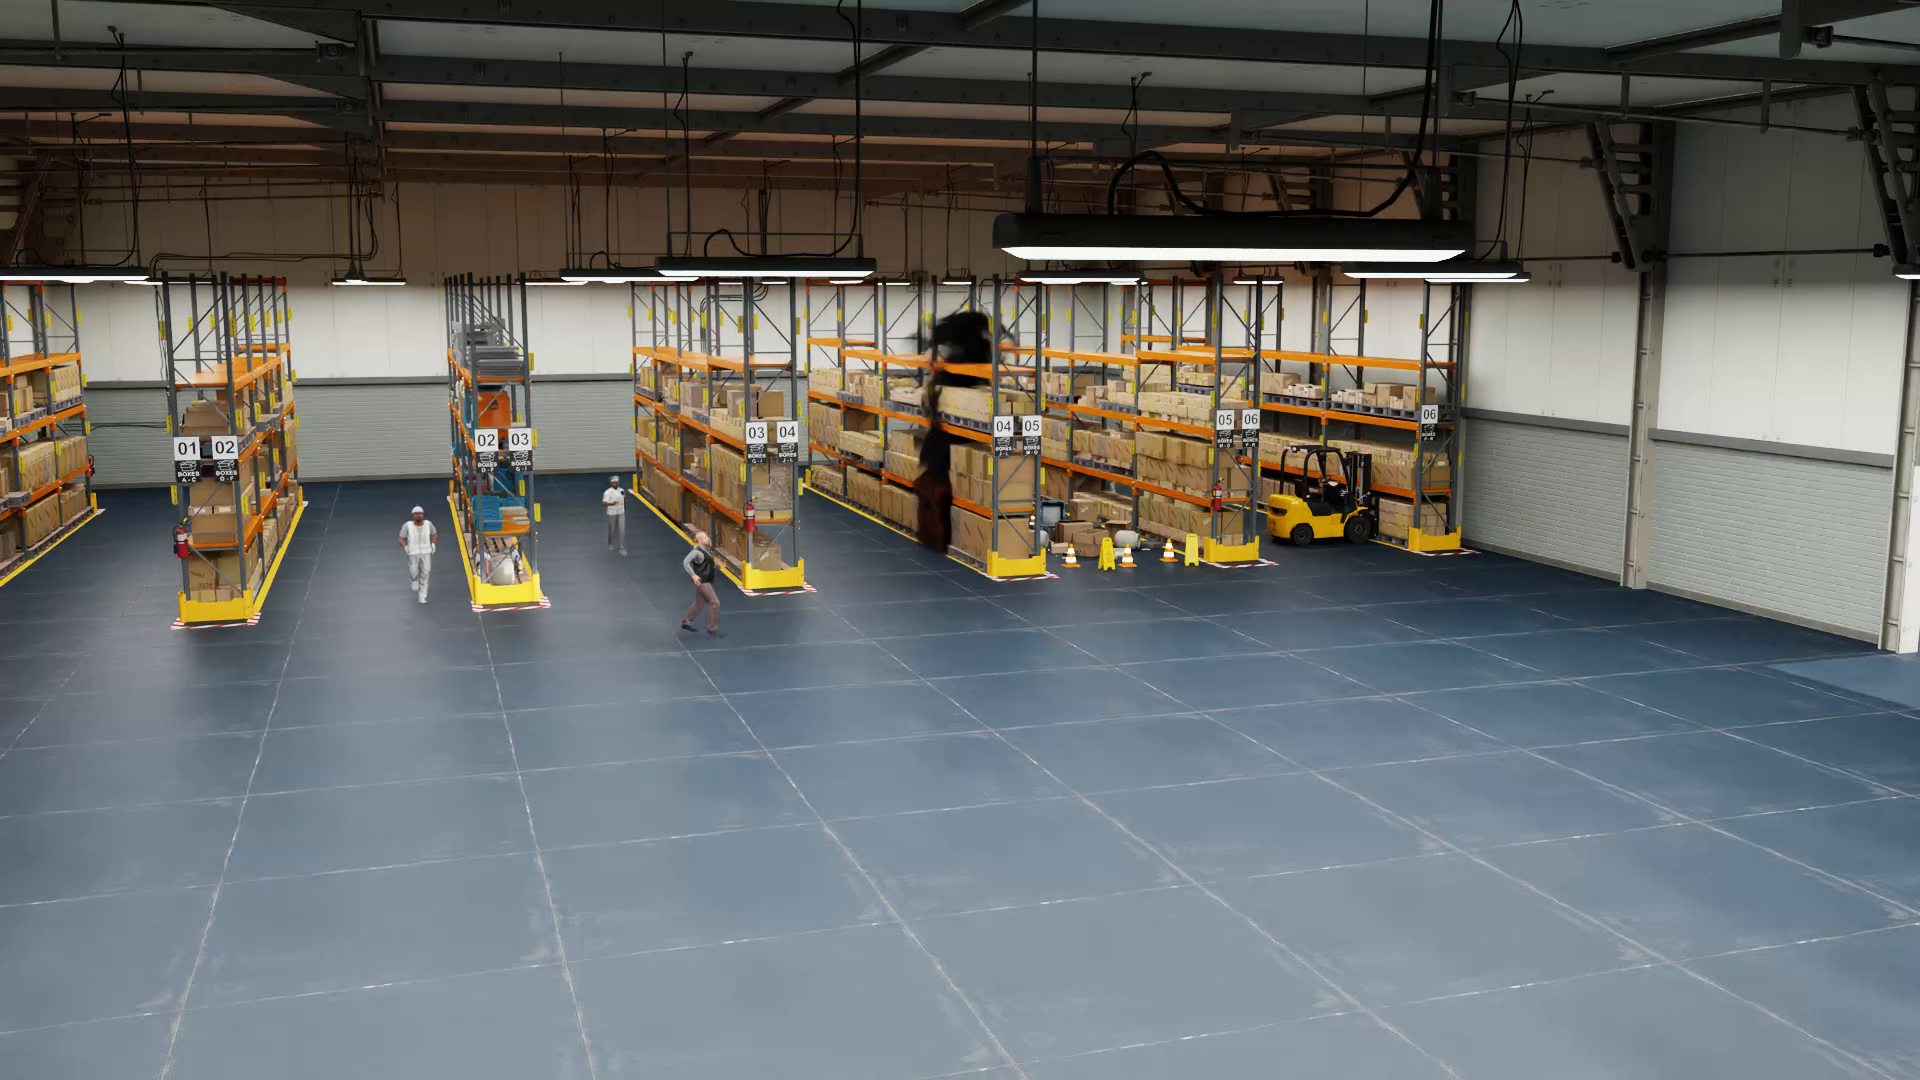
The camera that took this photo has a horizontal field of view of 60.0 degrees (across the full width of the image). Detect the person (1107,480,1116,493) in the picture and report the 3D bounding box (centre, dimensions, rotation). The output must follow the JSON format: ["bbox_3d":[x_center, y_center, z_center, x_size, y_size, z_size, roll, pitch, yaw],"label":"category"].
[{"bbox_3d":[4.111,-1.862,44.890,0.548,1.726,0.709,-3,9,-19],"label":"person"}]

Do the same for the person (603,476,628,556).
[{"bbox_3d":[-7.415,-0.544,35.842,0.575,1.696,0.909,-5,10,-27],"label":"person"}]

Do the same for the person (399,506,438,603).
[{"bbox_3d":[-9.973,0.246,30.686,0.697,1.749,0.807,-4,10,-26],"label":"person"}]

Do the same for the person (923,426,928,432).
[{"bbox_3d":[-1.111,-2.806,50.947,0.615,1.750,0.747,-1,9,-6],"label":"person"}]

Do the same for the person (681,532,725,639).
[{"bbox_3d":[-4.250,0.751,27.418,0.780,1.783,0.630,0,9,2],"label":"person"}]
